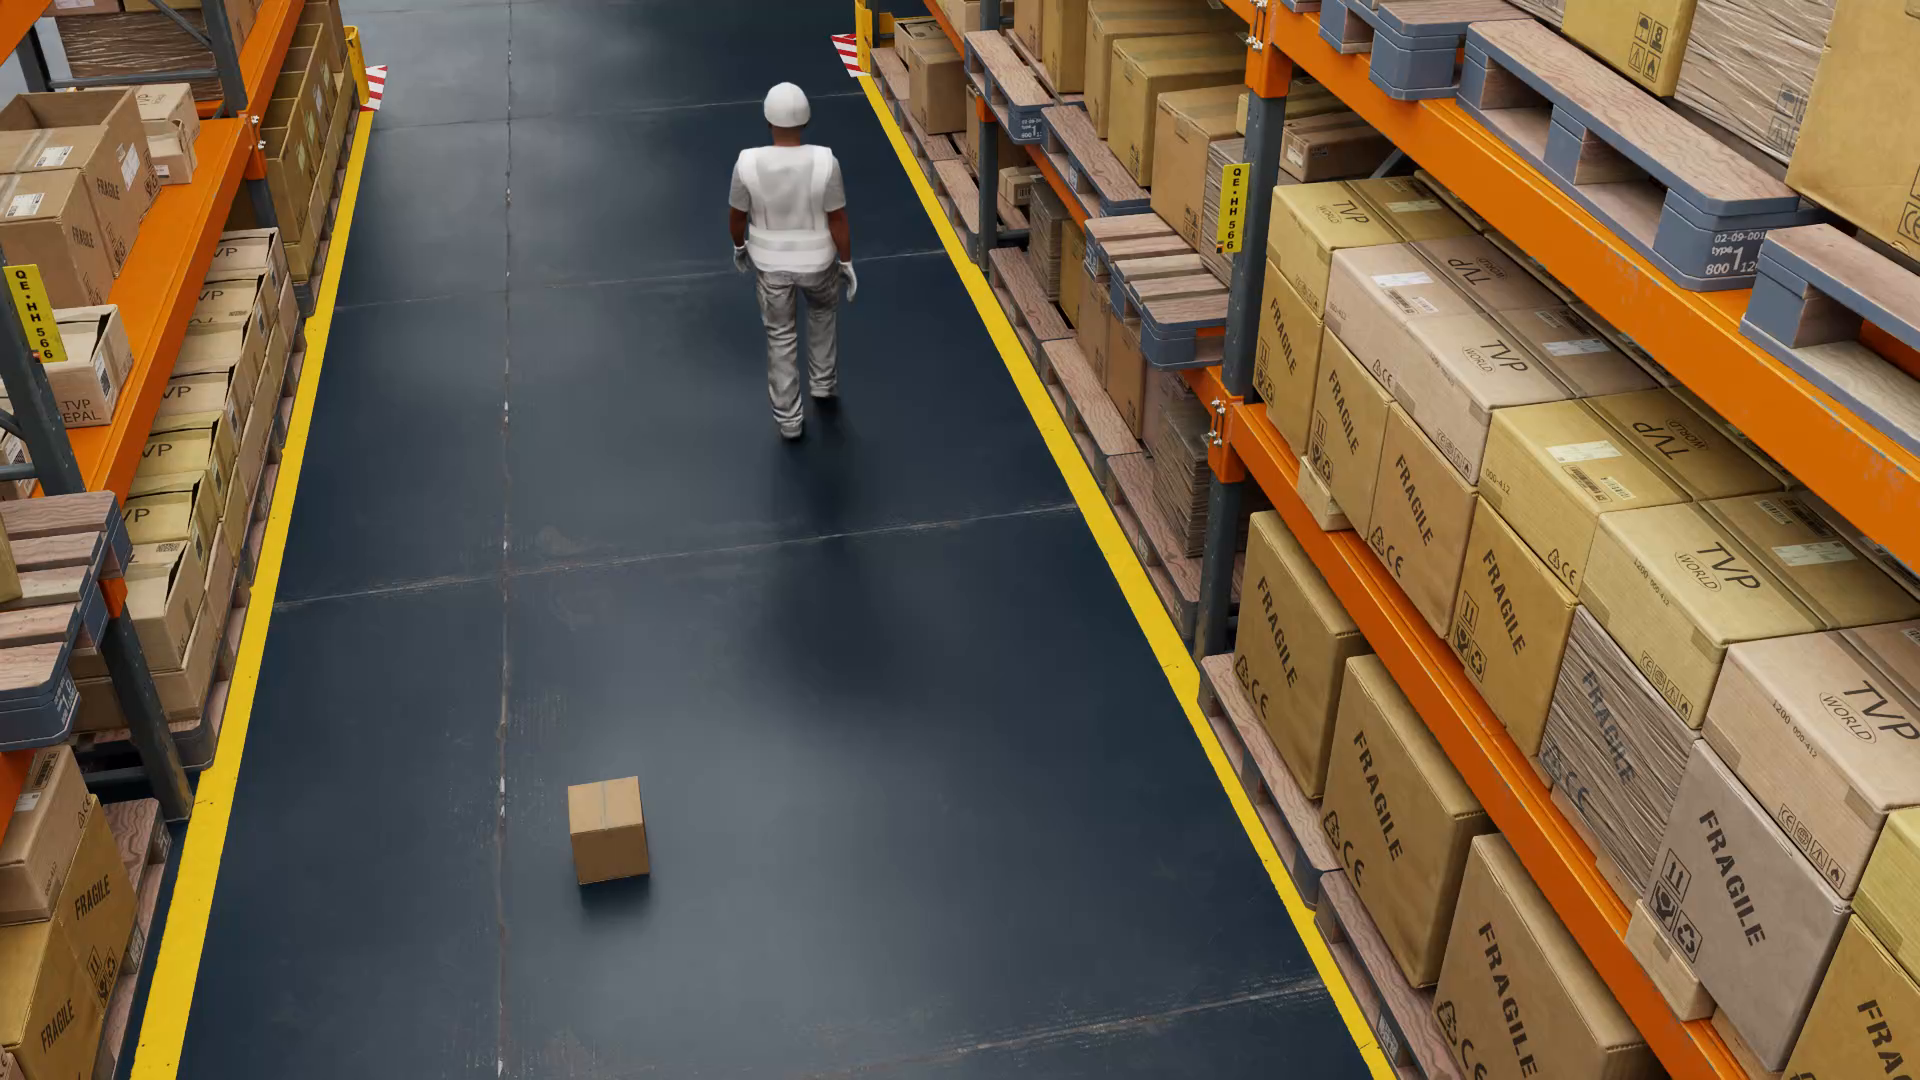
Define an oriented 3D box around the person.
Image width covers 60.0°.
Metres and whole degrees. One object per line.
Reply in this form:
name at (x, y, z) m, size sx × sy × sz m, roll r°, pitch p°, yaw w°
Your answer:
person at (-0.818, -1.378, 8.193) m, size 0.602 × 1.846 × 0.626 m, roll -3°, pitch 34°, yaw -4°
